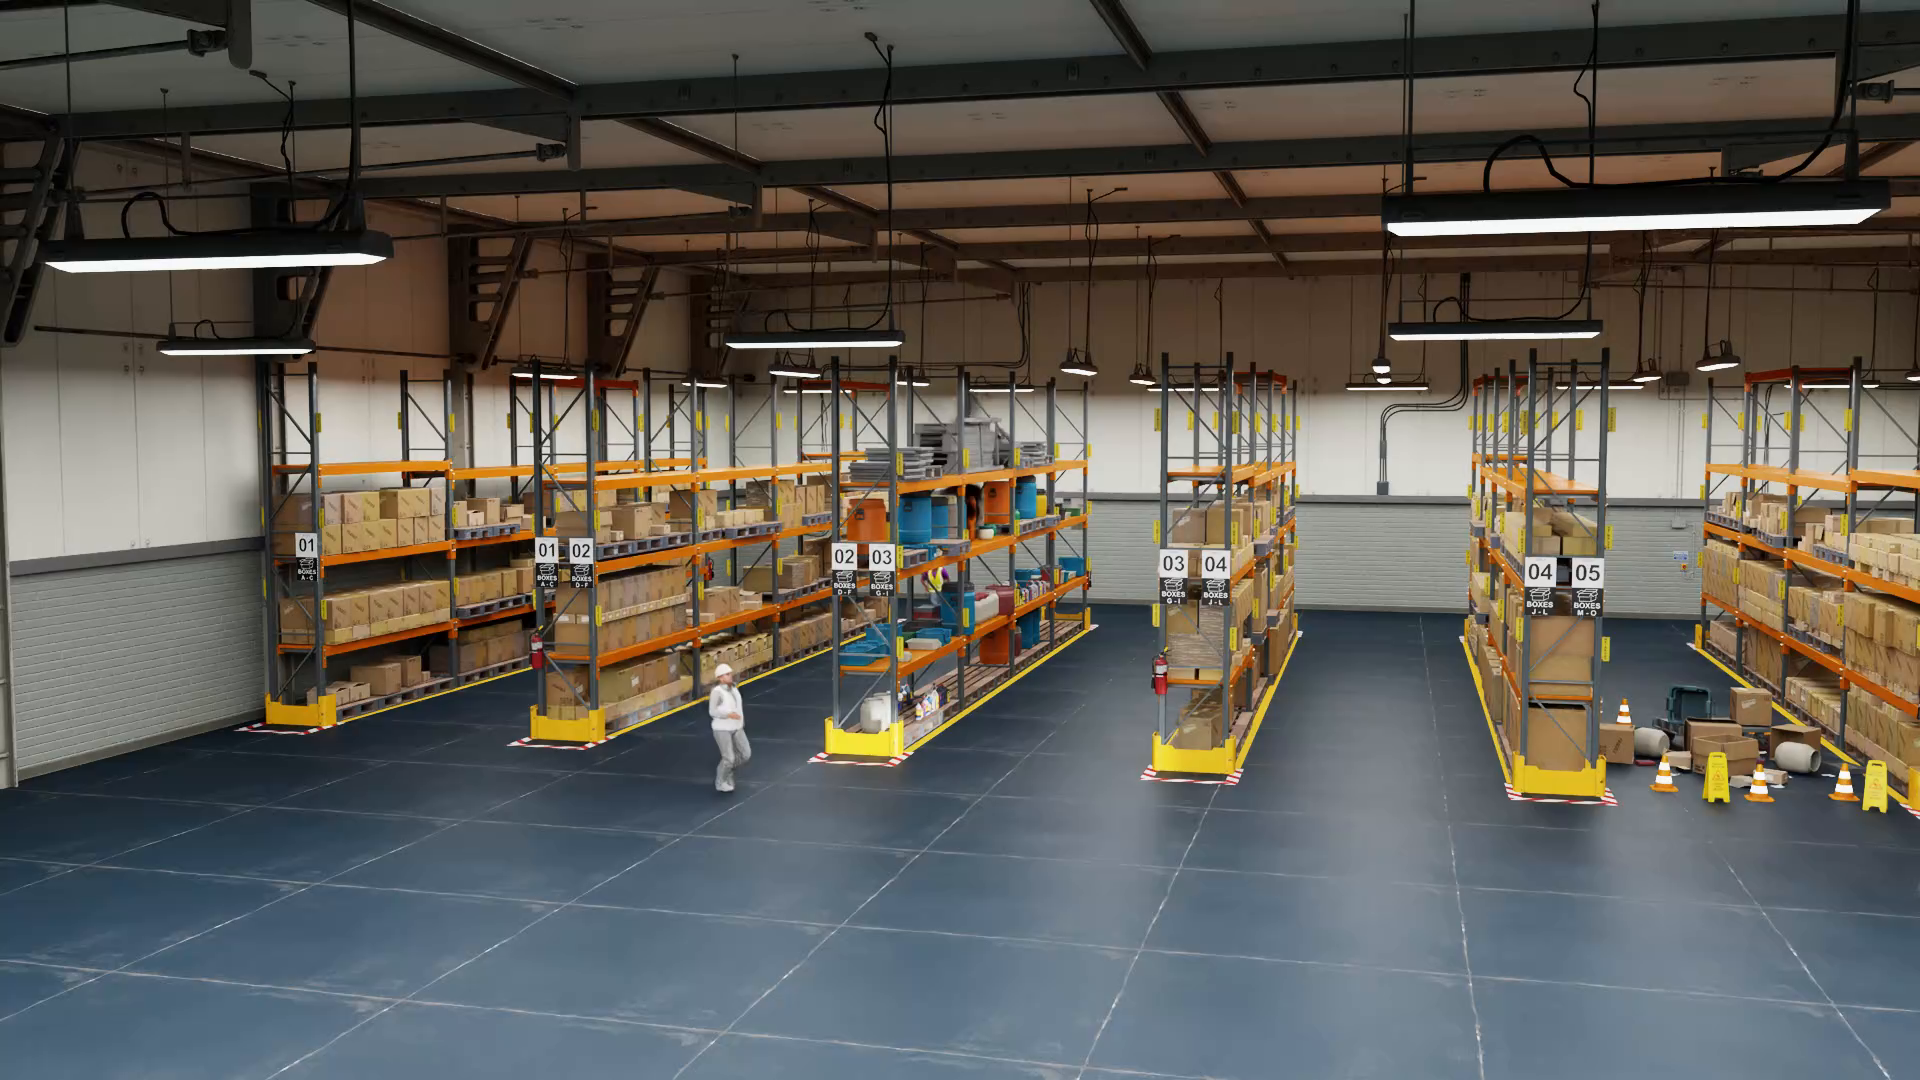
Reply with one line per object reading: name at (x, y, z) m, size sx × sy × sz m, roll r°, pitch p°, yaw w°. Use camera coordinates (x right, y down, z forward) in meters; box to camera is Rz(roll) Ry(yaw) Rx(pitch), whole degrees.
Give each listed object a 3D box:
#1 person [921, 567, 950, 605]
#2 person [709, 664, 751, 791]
person at (-0.601, 1.273, 40.744) m, size 0.706 × 1.721 × 0.613 m, roll 0°, pitch 4°, yaw -3°
person at (-3.084, 2.542, 22.501) m, size 0.590 × 1.727 × 0.648 m, roll 3°, pitch 5°, yaw 35°
